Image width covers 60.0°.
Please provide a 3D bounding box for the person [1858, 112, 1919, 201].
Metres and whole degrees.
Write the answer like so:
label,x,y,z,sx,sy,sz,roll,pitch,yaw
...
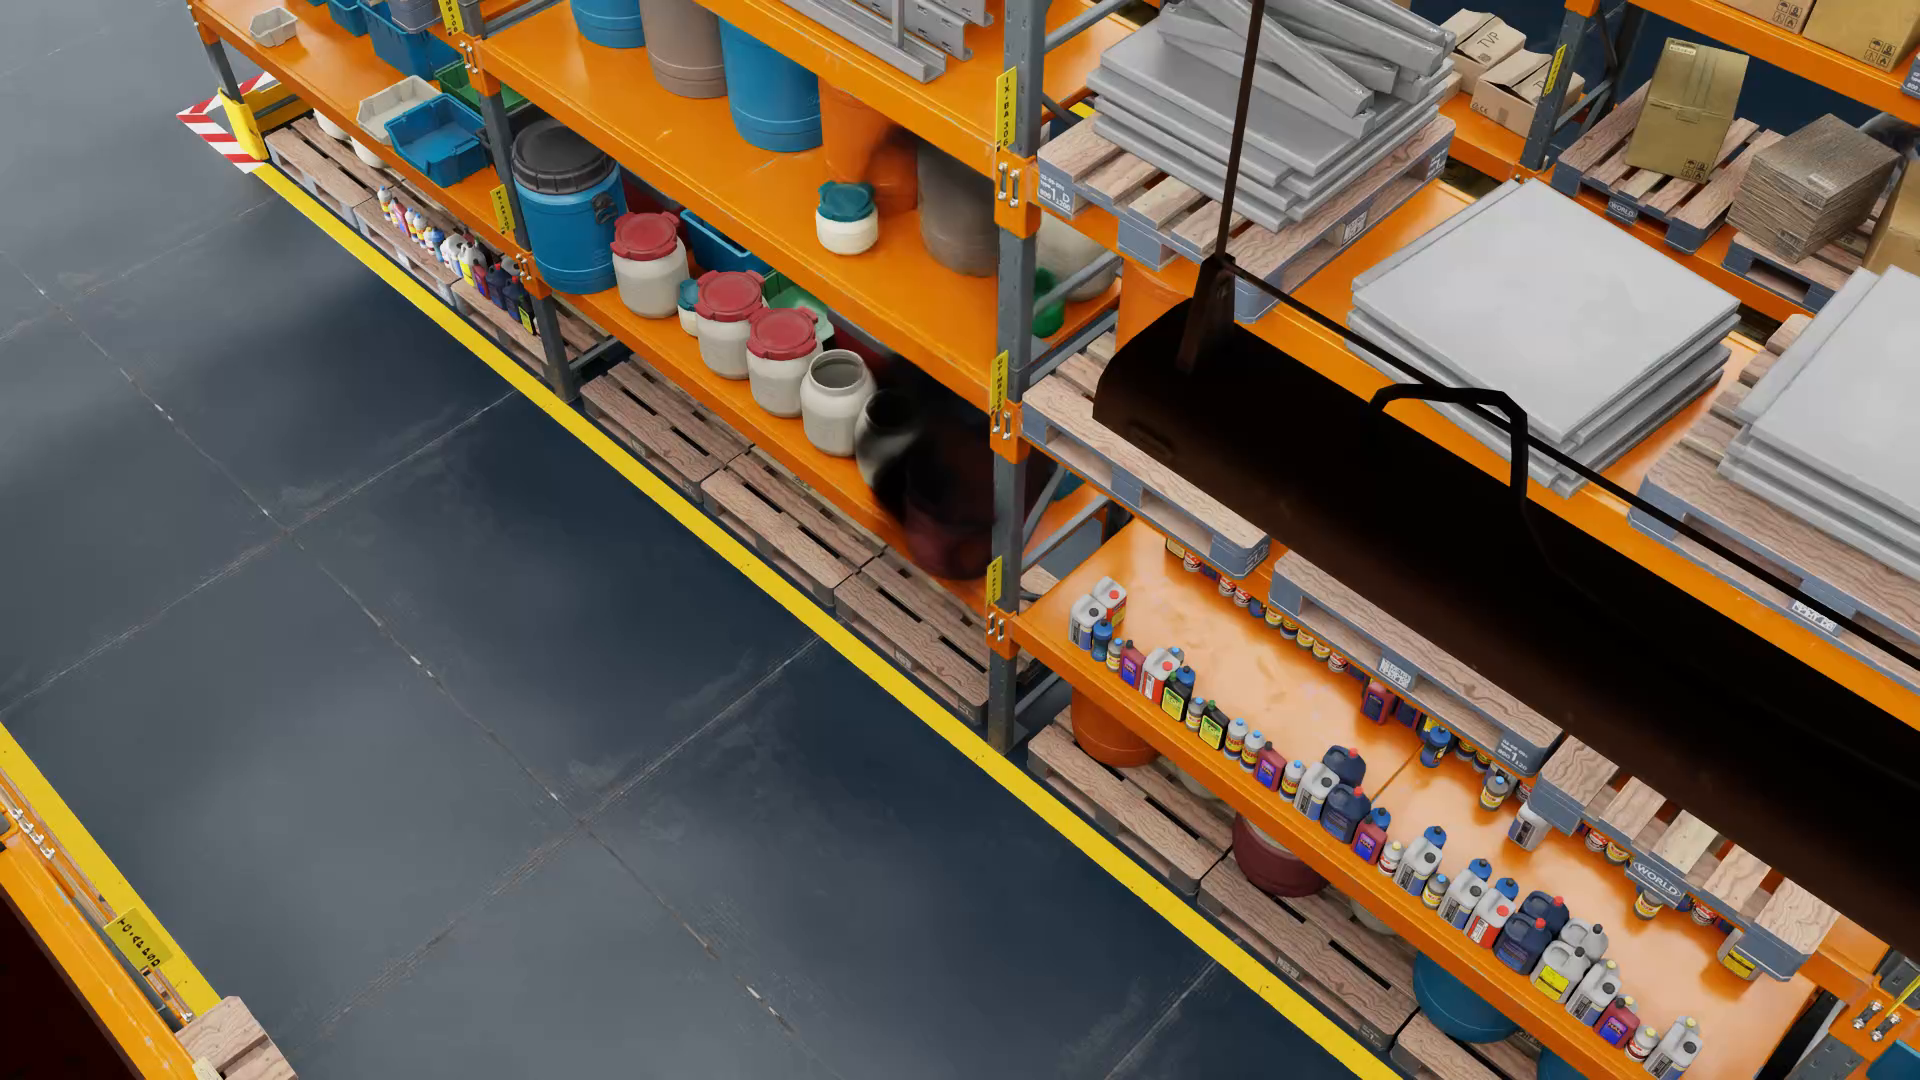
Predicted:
label,x,y,z,sx,sy,sz,roll,pitch,yaw
person,6.822,-3.136,11.873,0.719,1.730,0.633,30,56,22
